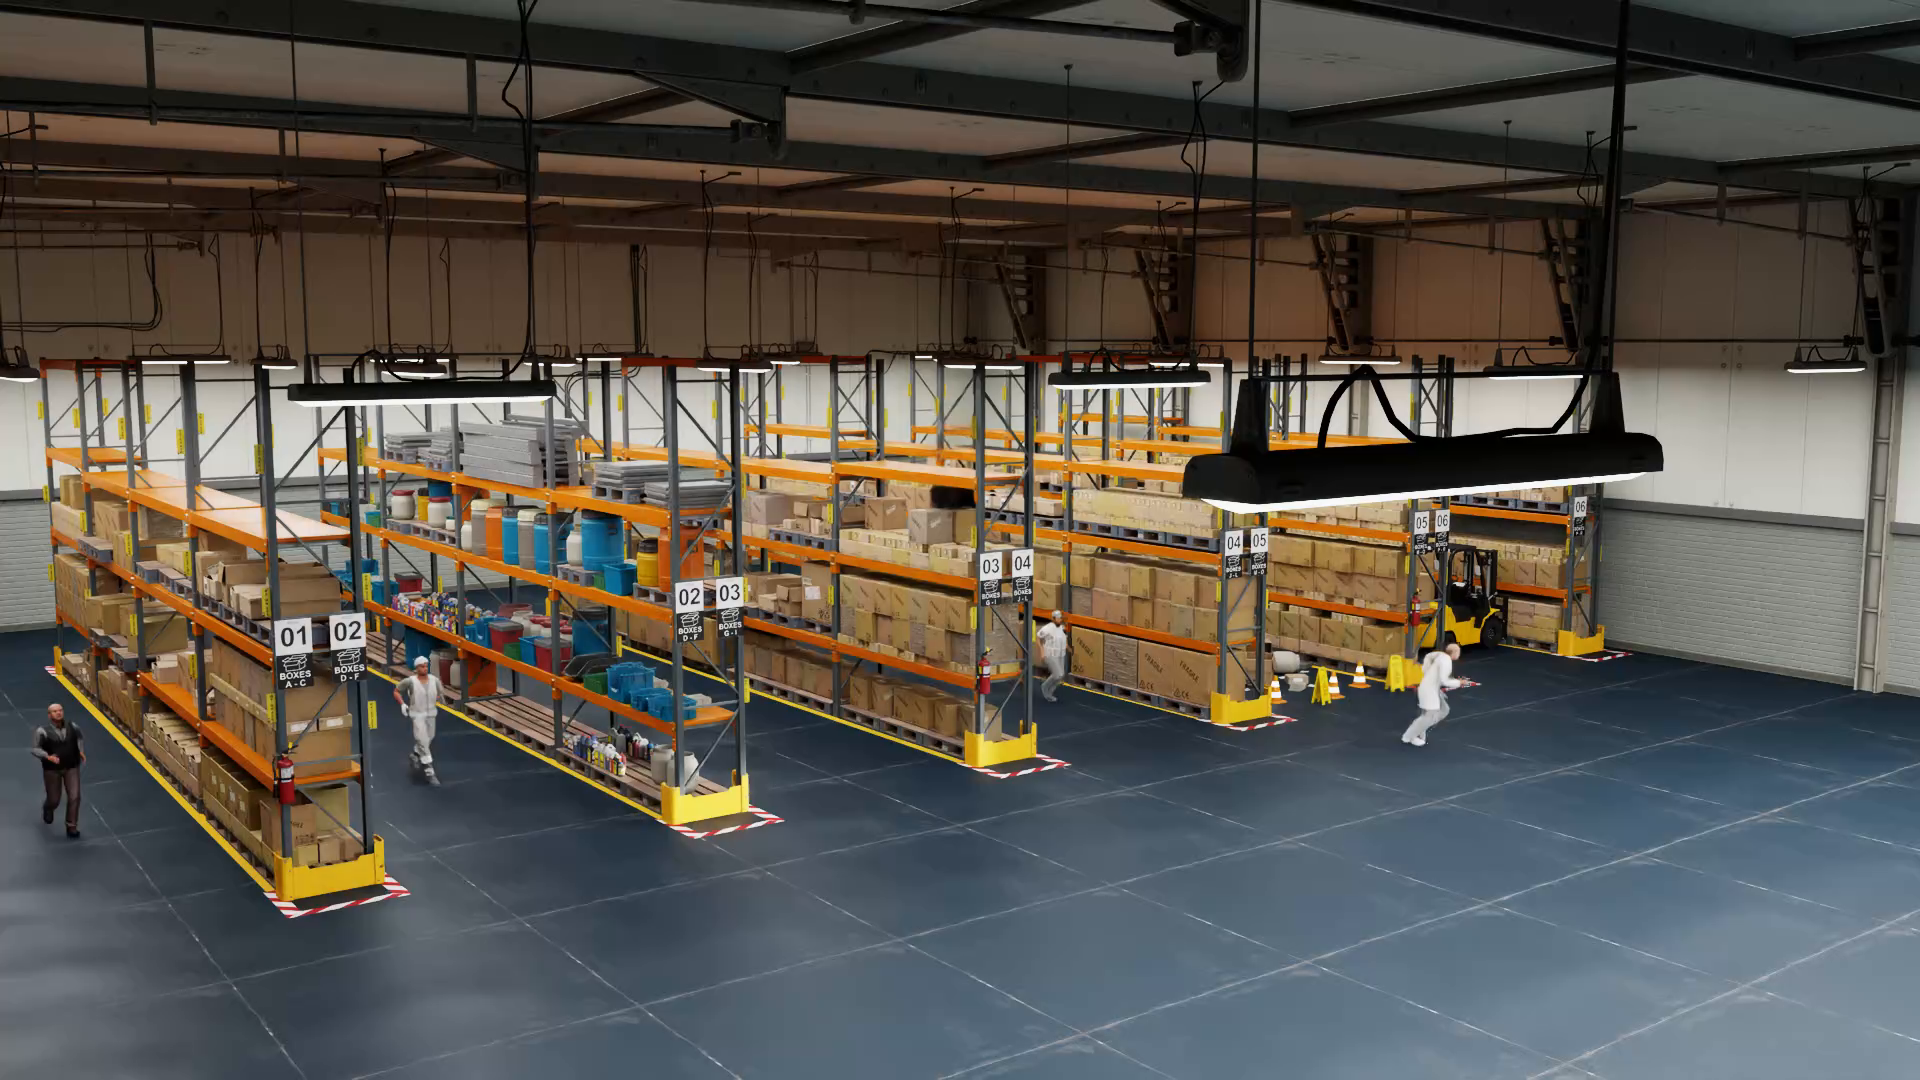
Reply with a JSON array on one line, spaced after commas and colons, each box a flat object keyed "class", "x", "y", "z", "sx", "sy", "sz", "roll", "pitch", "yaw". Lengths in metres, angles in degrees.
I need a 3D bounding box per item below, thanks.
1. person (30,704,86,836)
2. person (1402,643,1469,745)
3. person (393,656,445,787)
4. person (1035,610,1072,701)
[{"class": "person", "x": -11.546, "y": 2.935, "z": 21.407, "sx": 0.599, "sy": 1.681, "sz": 0.760, "roll": -7, "pitch": 10, "yaw": -44}, {"class": "person", "x": 7.454, "y": 2.417, "z": 26.074, "sx": 0.972, "sy": 1.583, "sz": 0.742, "roll": 1, "pitch": 7, "yaw": 11}, {"class": "person", "x": -7.719, "y": 2.562, "z": 23.906, "sx": 0.983, "sy": 1.803, "sz": 0.652, "roll": 7, "pitch": 10, "yaw": 44}, {"class": "person", "x": 1.678, "y": 2.034, "z": 29.084, "sx": 0.587, "sy": 1.619, "sz": 0.661, "roll": -6, "pitch": 9, "yaw": -40}]
